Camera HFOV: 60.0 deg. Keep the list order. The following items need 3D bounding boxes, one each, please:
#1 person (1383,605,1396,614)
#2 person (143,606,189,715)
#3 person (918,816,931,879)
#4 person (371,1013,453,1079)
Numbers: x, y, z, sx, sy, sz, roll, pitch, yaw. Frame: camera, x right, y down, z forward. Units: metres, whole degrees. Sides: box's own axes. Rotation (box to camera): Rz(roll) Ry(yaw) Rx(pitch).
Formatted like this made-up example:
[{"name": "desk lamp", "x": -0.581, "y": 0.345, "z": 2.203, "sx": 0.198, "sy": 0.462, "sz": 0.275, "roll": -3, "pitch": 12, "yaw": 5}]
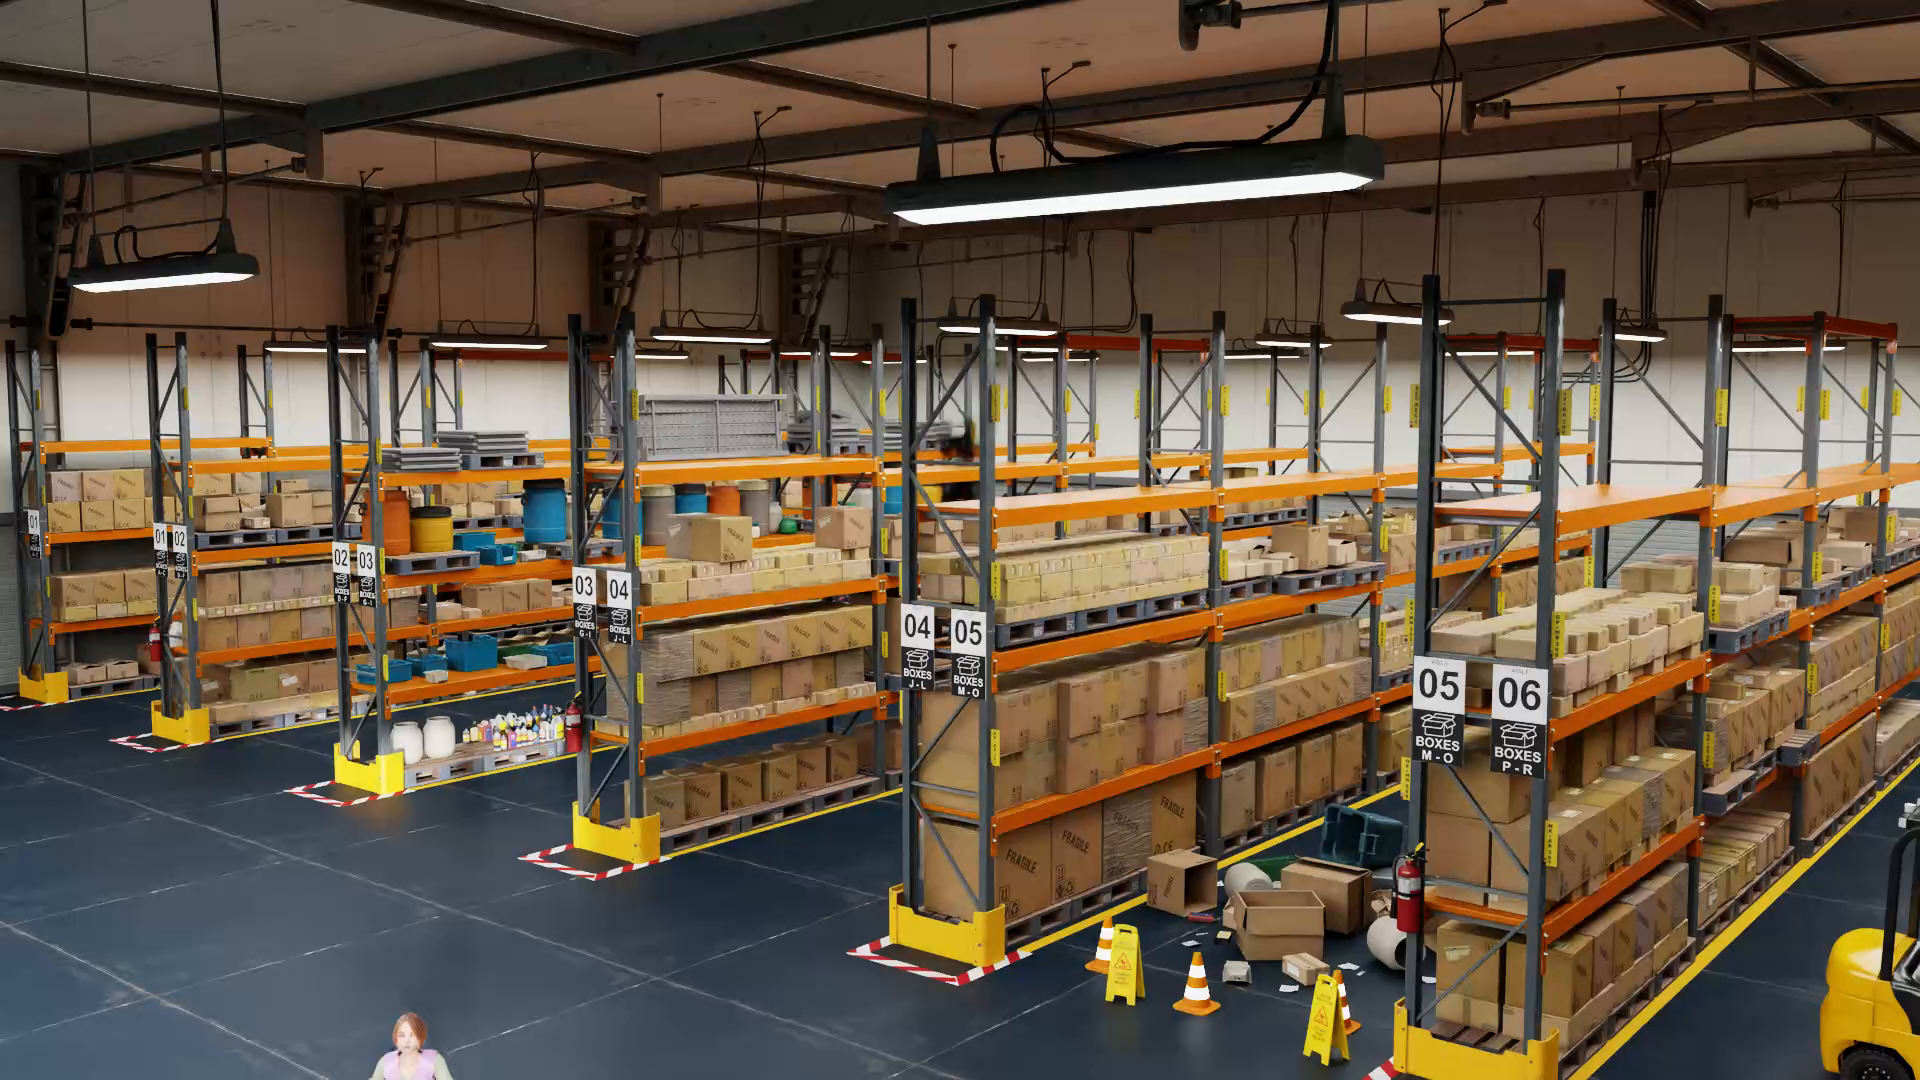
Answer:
[{"name": "person", "x": 6.987, "y": 1.905, "z": 26.945, "sx": 0.844, "sy": 1.730, "sz": 0.675, "roll": -5, "pitch": 7, "yaw": -43}, {"name": "person", "x": -12.485, "y": 1.928, "z": 26.224, "sx": 0.700, "sy": 1.788, "sz": 0.737, "roll": 3, "pitch": 6, "yaw": 28}, {"name": "person", "x": -0.217, "y": 2.702, "z": 17.698, "sx": 0.631, "sy": 1.850, "sz": 0.753, "roll": 3, "pitch": 6, "yaw": 33}, {"name": "person", "x": -3.205, "y": 3.516, "z": 9.704, "sx": 0.544, "sy": 1.555, "sz": 0.705, "roll": -1, "pitch": 5, "yaw": -11}]
